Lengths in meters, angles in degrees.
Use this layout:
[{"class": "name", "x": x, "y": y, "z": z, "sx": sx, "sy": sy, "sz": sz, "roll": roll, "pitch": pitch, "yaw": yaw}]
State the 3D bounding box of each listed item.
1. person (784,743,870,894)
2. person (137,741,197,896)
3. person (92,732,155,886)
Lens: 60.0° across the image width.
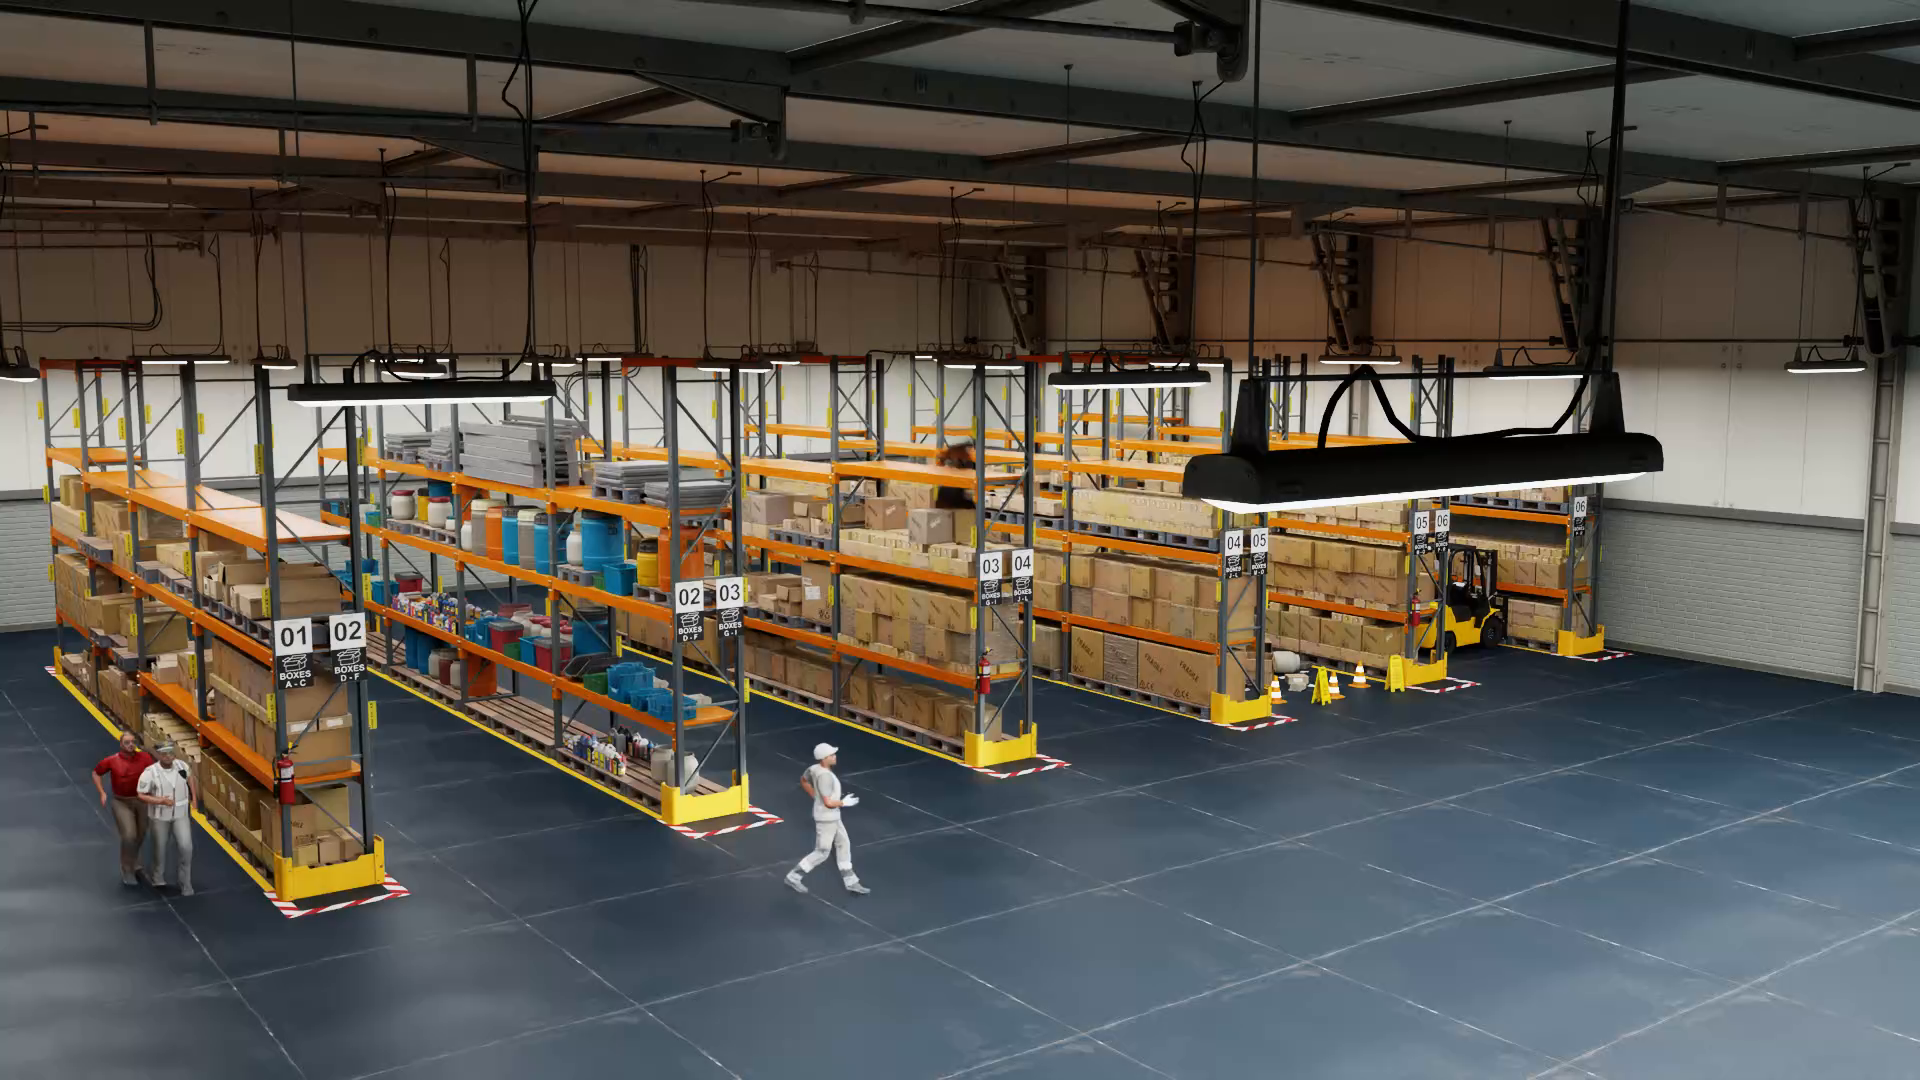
[{"class": "person", "x": -1.512, "y": 3.177, "z": 18.863, "sx": 0.991, "sy": 1.796, "sz": 0.667, "roll": -1, "pitch": 7, "yaw": -8}, {"class": "person", "x": -9.058, "y": 3.195, "z": 19.059, "sx": 0.675, "sy": 1.872, "sz": 0.778, "roll": -6, "pitch": 9, "yaw": -41}, {"class": "person", "x": -9.742, "y": 3.150, "z": 19.543, "sx": 0.768, "sy": 1.798, "sz": 0.631, "roll": 6, "pitch": 9, "yaw": 41}]
